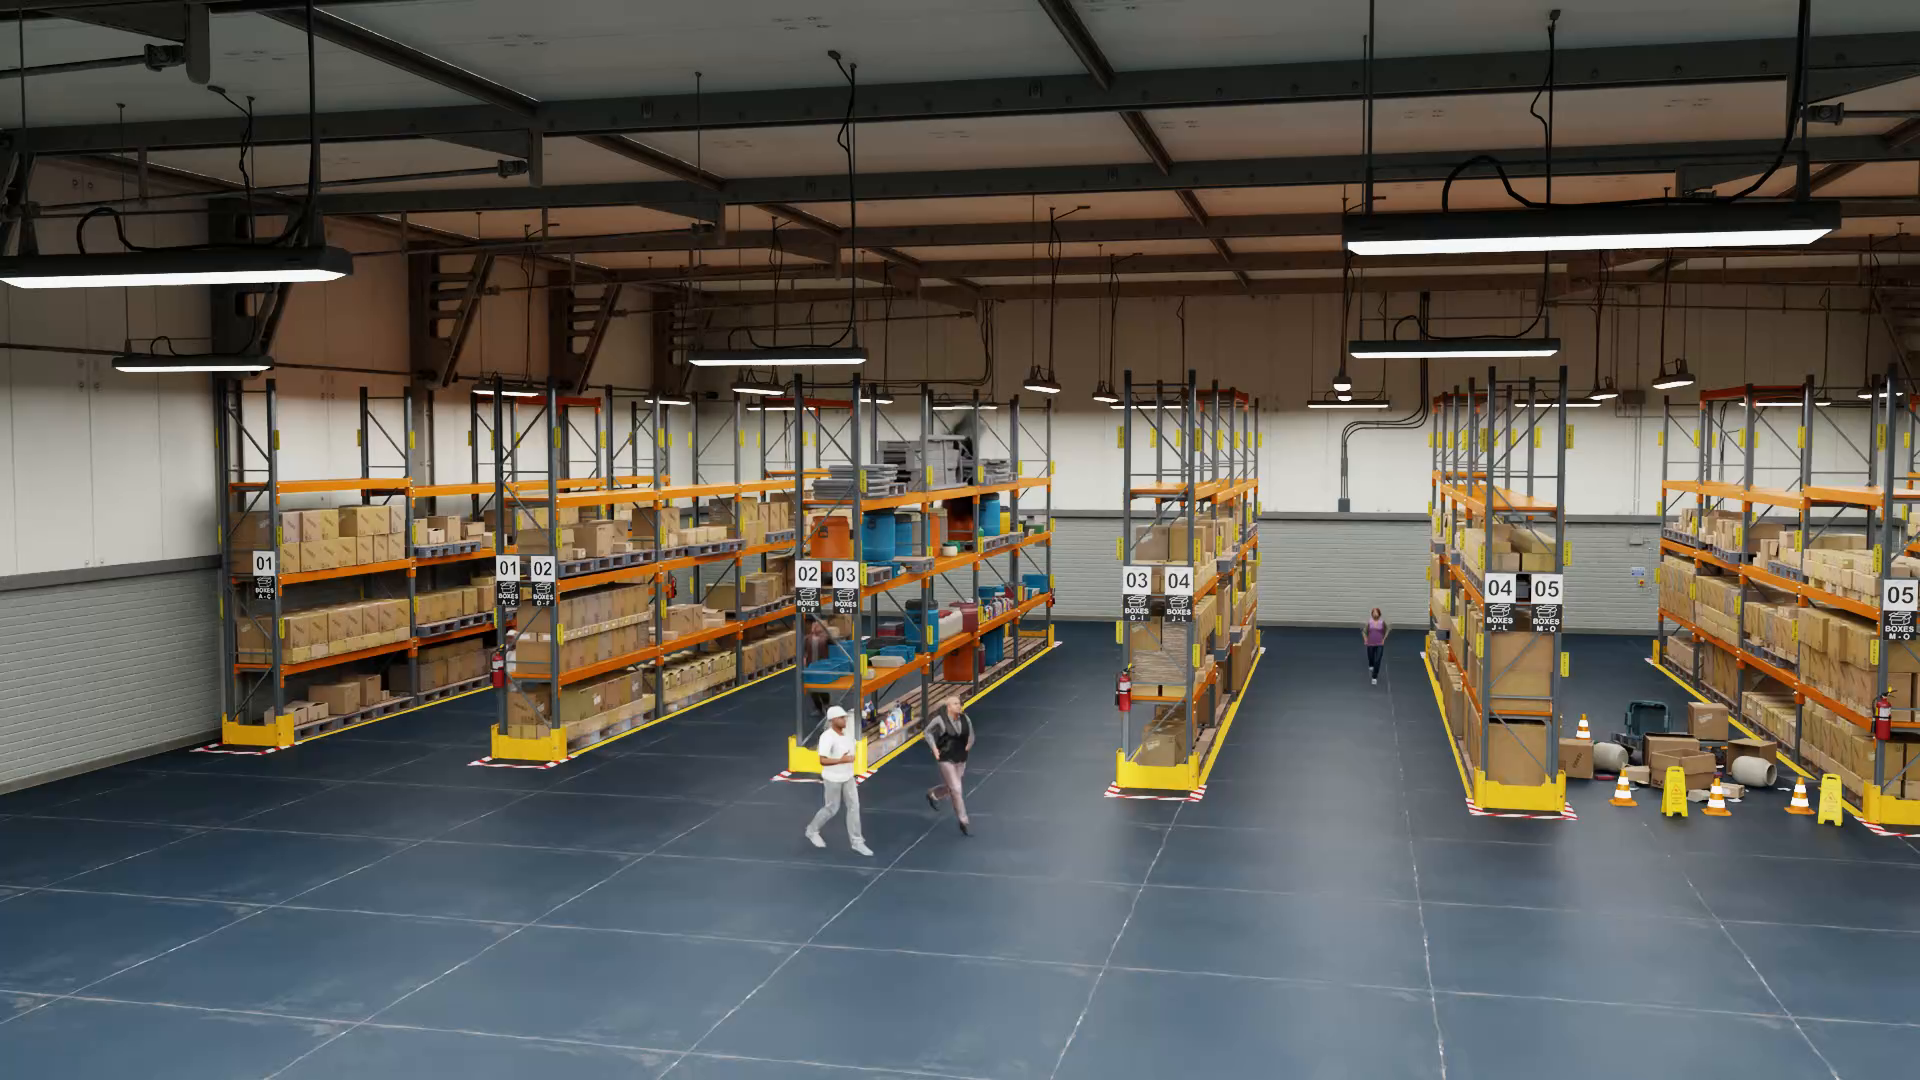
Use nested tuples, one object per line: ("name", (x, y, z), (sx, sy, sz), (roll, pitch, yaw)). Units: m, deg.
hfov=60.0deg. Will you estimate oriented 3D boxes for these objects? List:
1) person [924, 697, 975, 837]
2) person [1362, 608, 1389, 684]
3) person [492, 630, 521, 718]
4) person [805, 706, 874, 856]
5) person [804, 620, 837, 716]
("person", (-0.111, 2.875, 21.429), (0.614, 1.747, 1.117), (-3, 5, -40))
("person", (8.593, 2.175, 34.379), (0.542, 1.563, 0.587), (1, 4, 13))
("person", (-7.728, 2.416, 28.525), (0.677, 1.734, 0.584), (0, 3, 1))
("person", (-1.474, 2.890, 20.058), (0.918, 1.786, 0.692), (2, 4, 33))
("person", (-2.568, 2.413, 29.996), (0.742, 1.546, 0.641), (1, 4, 17))
